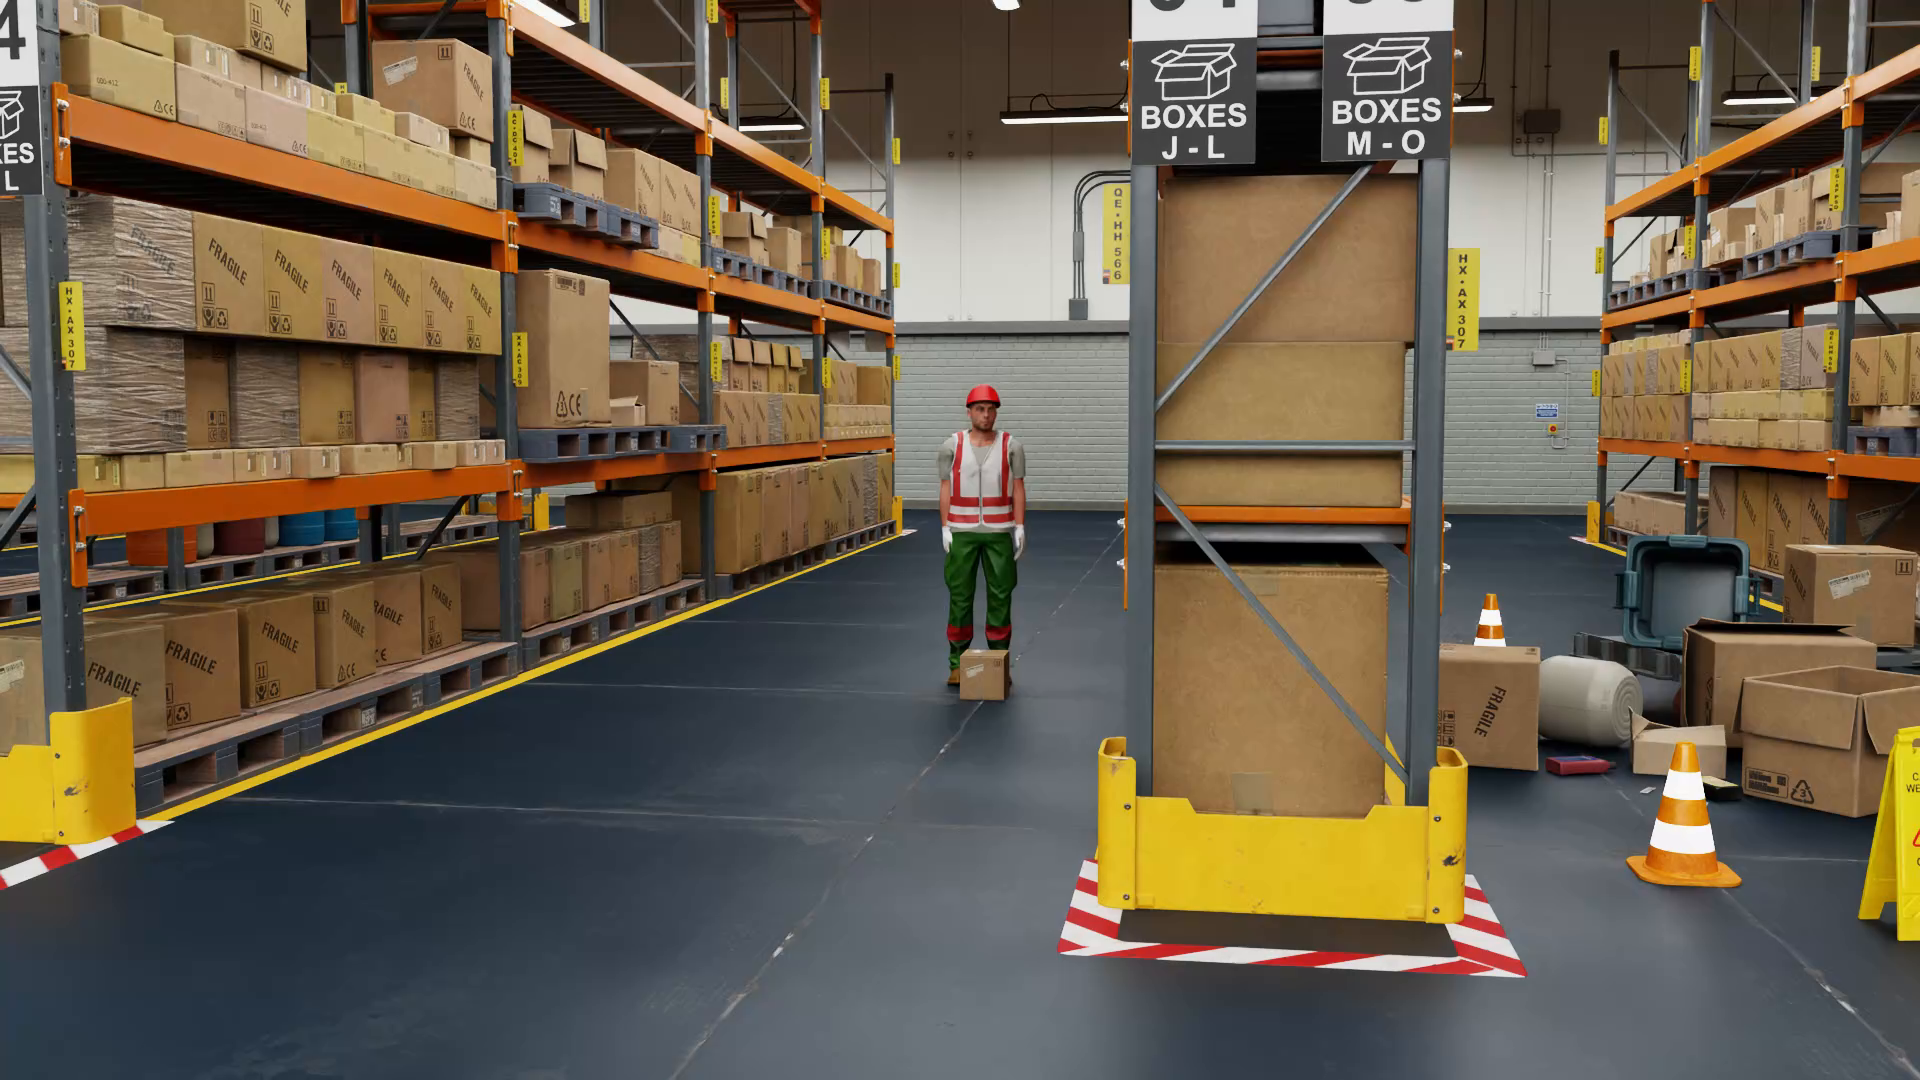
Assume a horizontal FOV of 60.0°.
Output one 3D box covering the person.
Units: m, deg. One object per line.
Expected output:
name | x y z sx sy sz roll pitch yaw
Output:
person | 0.134 -0.036 9.901 0.524 1.785 0.335 0 4 -2
